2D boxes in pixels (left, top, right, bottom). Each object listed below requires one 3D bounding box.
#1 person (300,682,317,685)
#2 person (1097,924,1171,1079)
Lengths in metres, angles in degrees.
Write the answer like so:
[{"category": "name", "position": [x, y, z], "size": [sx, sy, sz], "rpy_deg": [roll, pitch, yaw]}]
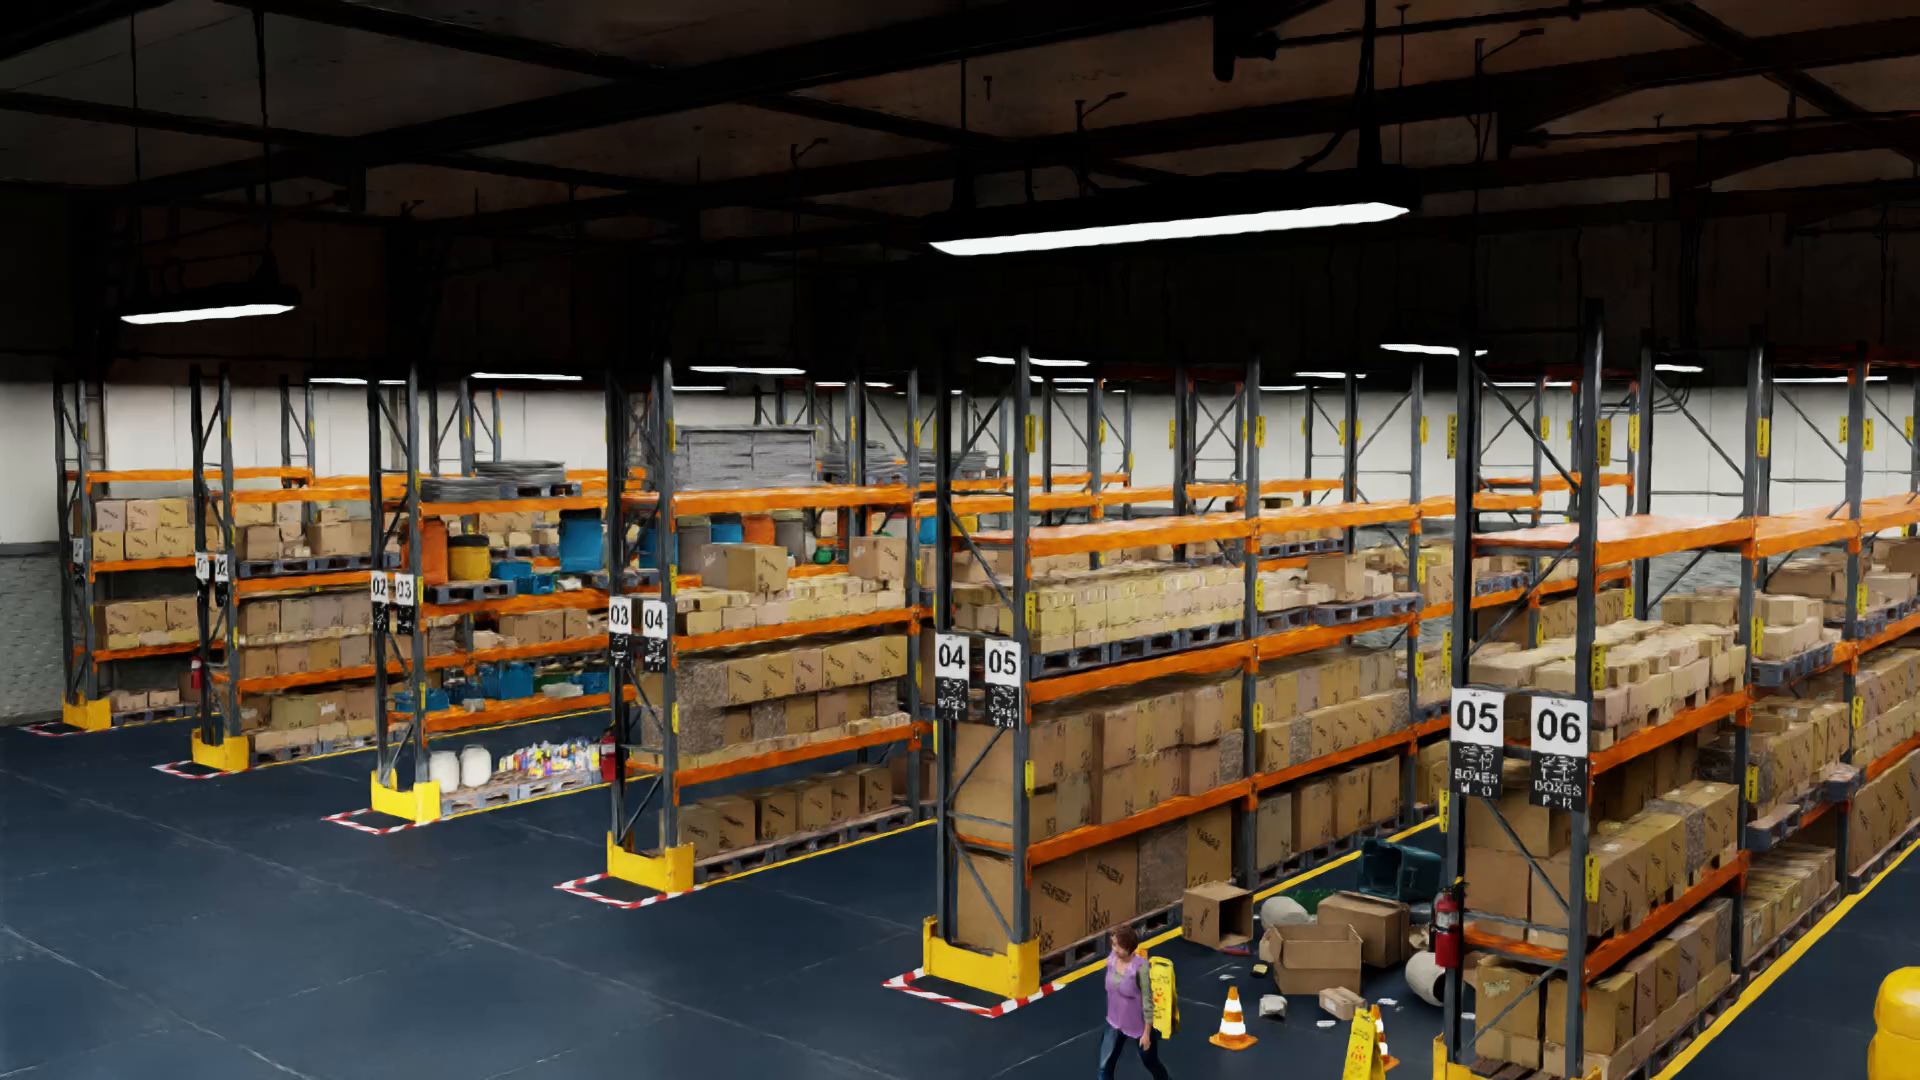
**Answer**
[{"category": "person", "position": [-10.898, 2.360, 27.638], "size": [0.448, 1.590, 1.110], "rpy_deg": [4, 6, 42]}, {"category": "person", "position": [1.241, 3.520, 12.080], "size": [0.415, 1.517, 1.041], "rpy_deg": [3, 5, 37]}]
